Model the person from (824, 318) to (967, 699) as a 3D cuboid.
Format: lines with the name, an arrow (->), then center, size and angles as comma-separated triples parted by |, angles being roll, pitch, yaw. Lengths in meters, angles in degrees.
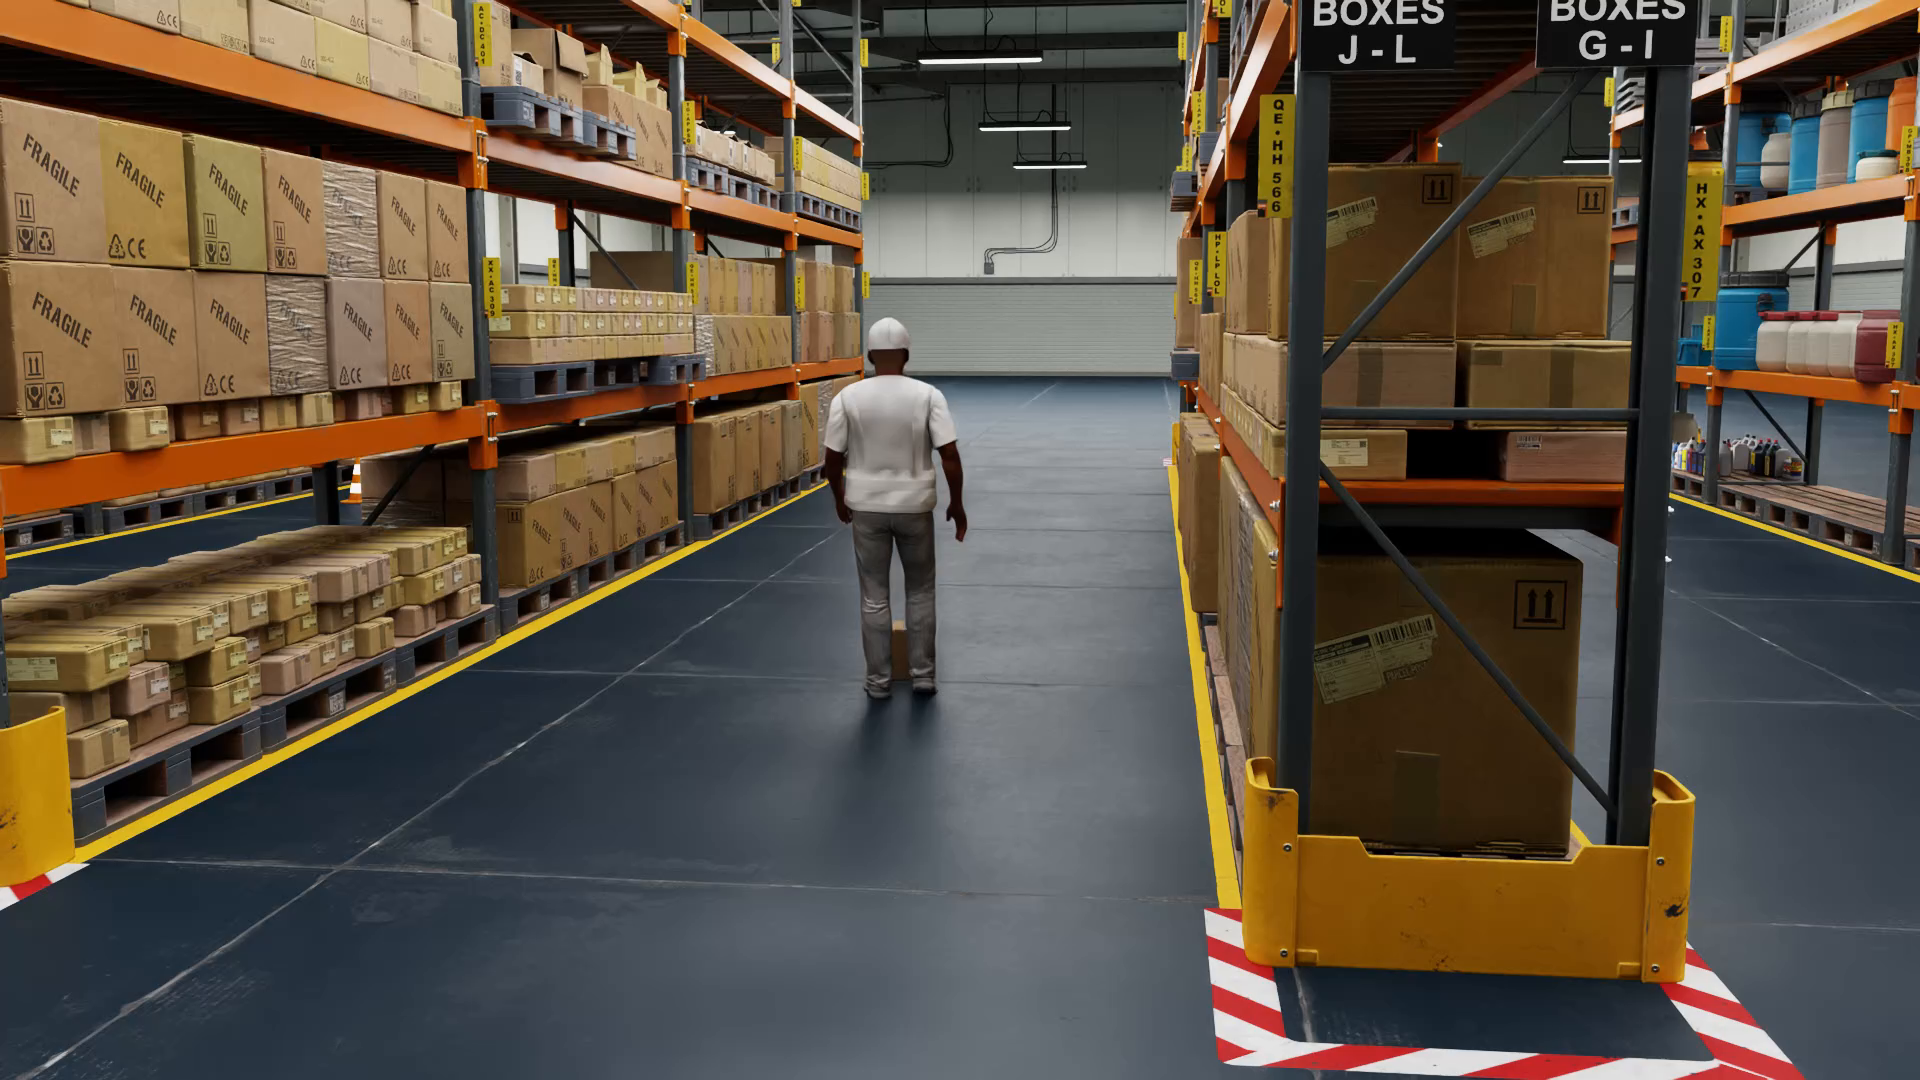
person -> -0.300, -0.104, 7.783 | 0.661, 1.853, 0.468 | 0, 8, -2
